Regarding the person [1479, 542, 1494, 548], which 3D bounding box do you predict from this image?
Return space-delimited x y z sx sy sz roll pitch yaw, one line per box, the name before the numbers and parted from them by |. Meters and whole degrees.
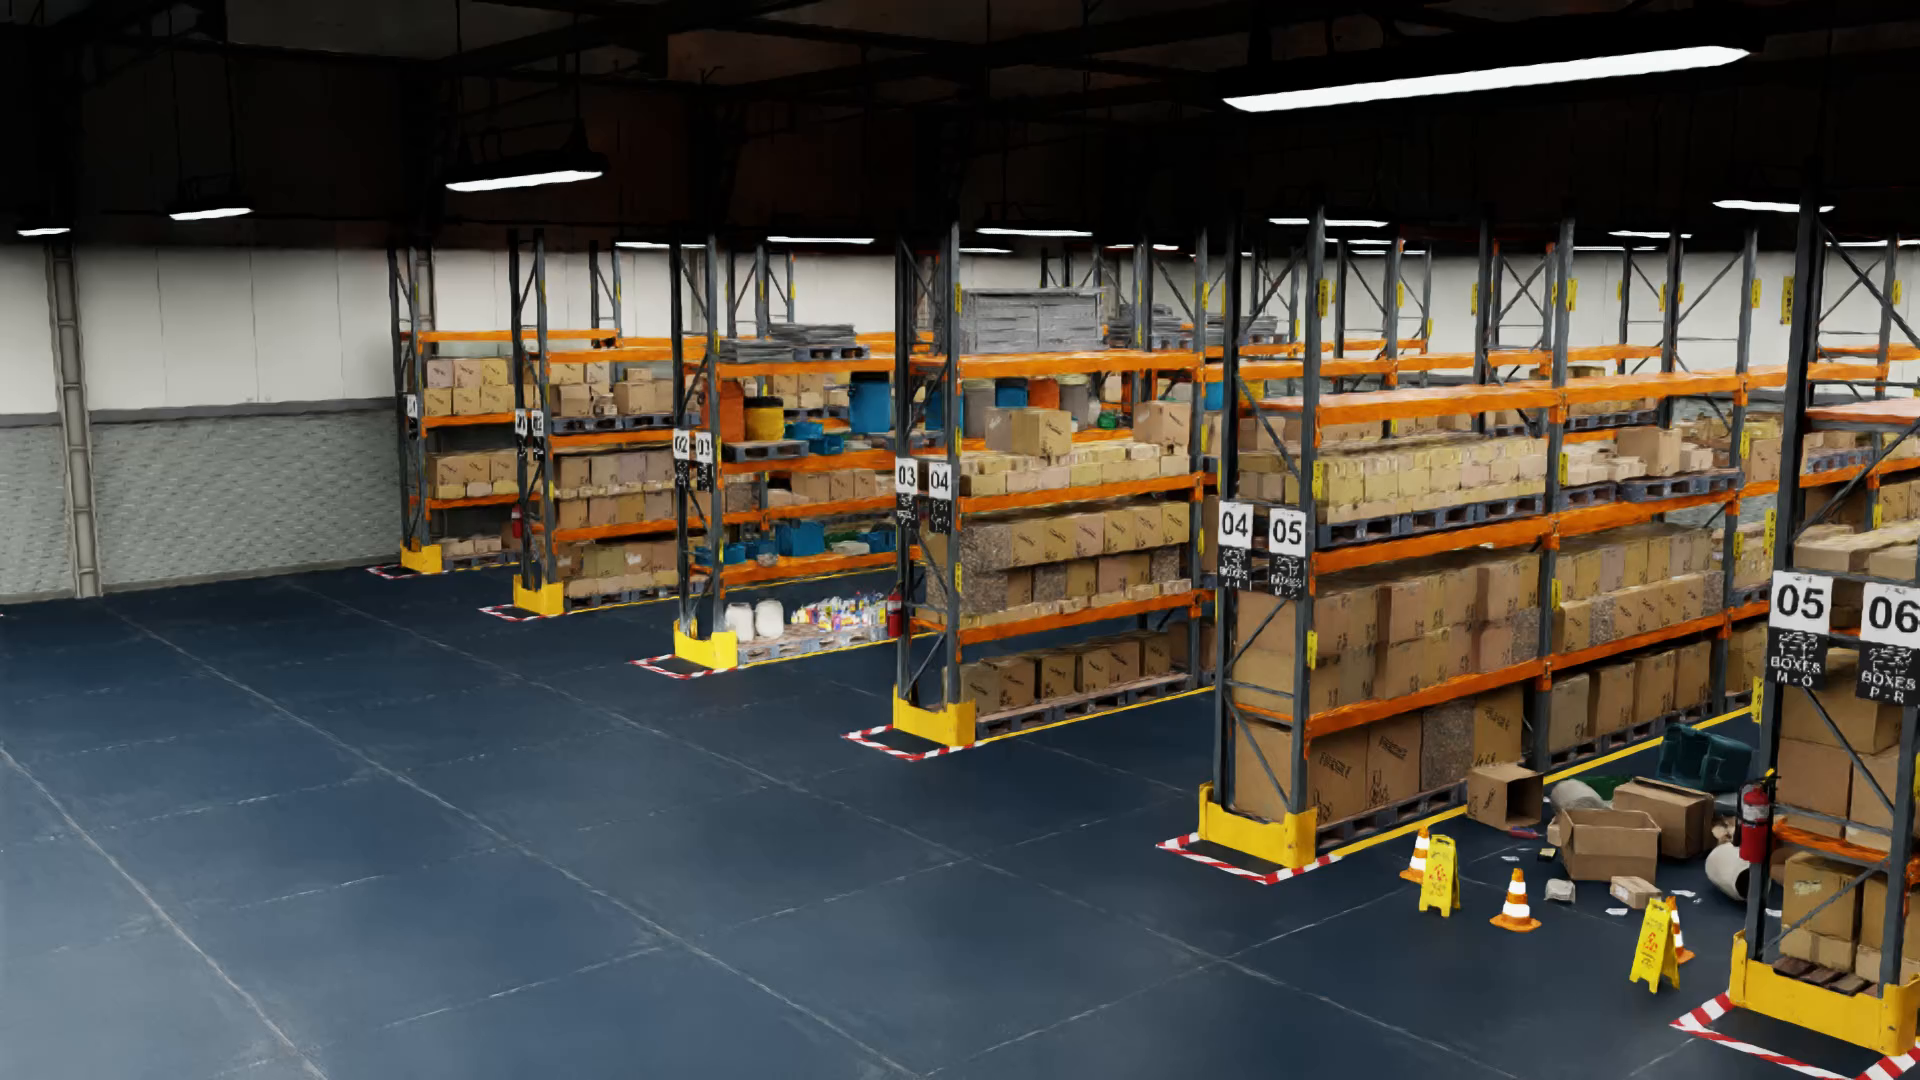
person | 7.242 0.794 22.981 1.113 1.686 0.582 -8 12 -42
